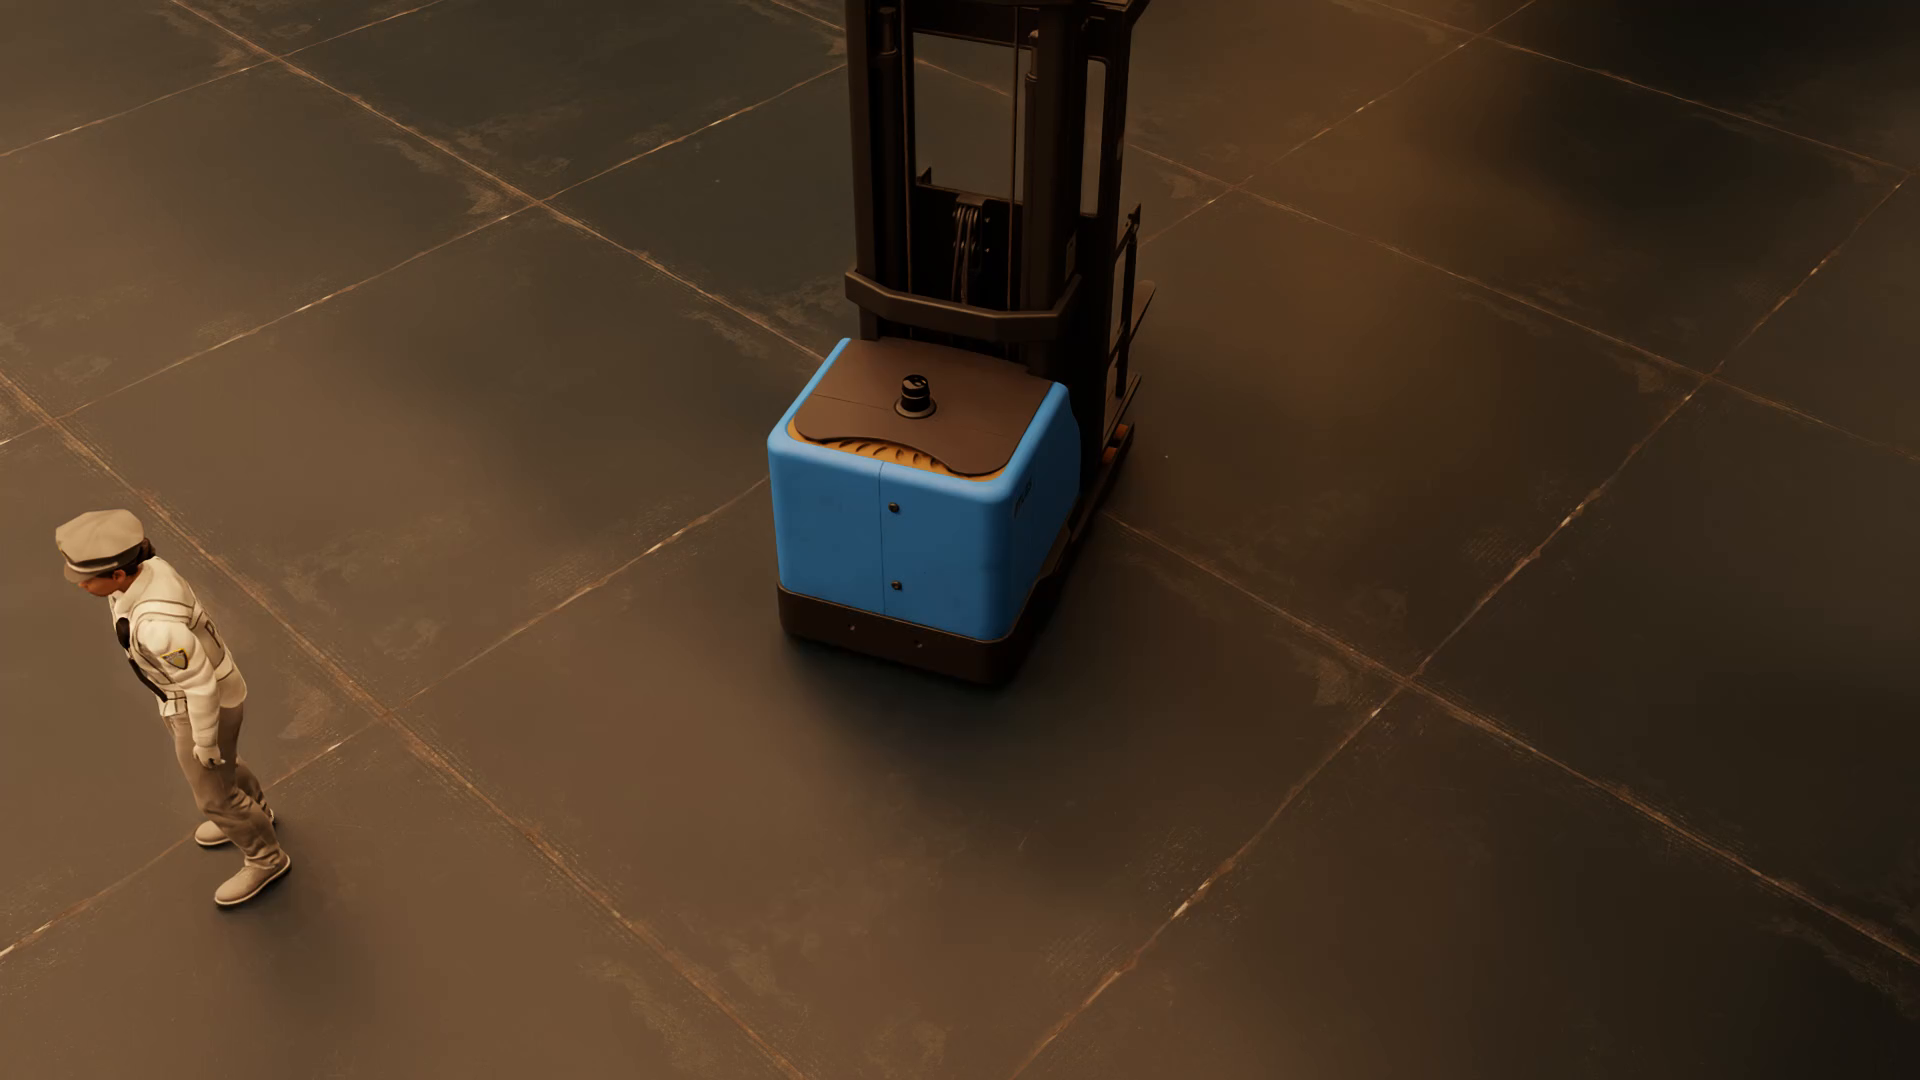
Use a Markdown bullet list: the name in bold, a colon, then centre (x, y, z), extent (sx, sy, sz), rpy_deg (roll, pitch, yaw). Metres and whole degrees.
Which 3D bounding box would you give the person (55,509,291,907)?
- **person**: centre (-2.662, 0.566, 5.748), extent (0.371, 1.665, 0.531), rpy_deg (-24, 46, -25)

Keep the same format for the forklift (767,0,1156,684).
- **forklift**: centre (0.211, -1.484, 7.158), extent (1.130, 2.935, 3.031), rpy_deg (14, 42, 15)
